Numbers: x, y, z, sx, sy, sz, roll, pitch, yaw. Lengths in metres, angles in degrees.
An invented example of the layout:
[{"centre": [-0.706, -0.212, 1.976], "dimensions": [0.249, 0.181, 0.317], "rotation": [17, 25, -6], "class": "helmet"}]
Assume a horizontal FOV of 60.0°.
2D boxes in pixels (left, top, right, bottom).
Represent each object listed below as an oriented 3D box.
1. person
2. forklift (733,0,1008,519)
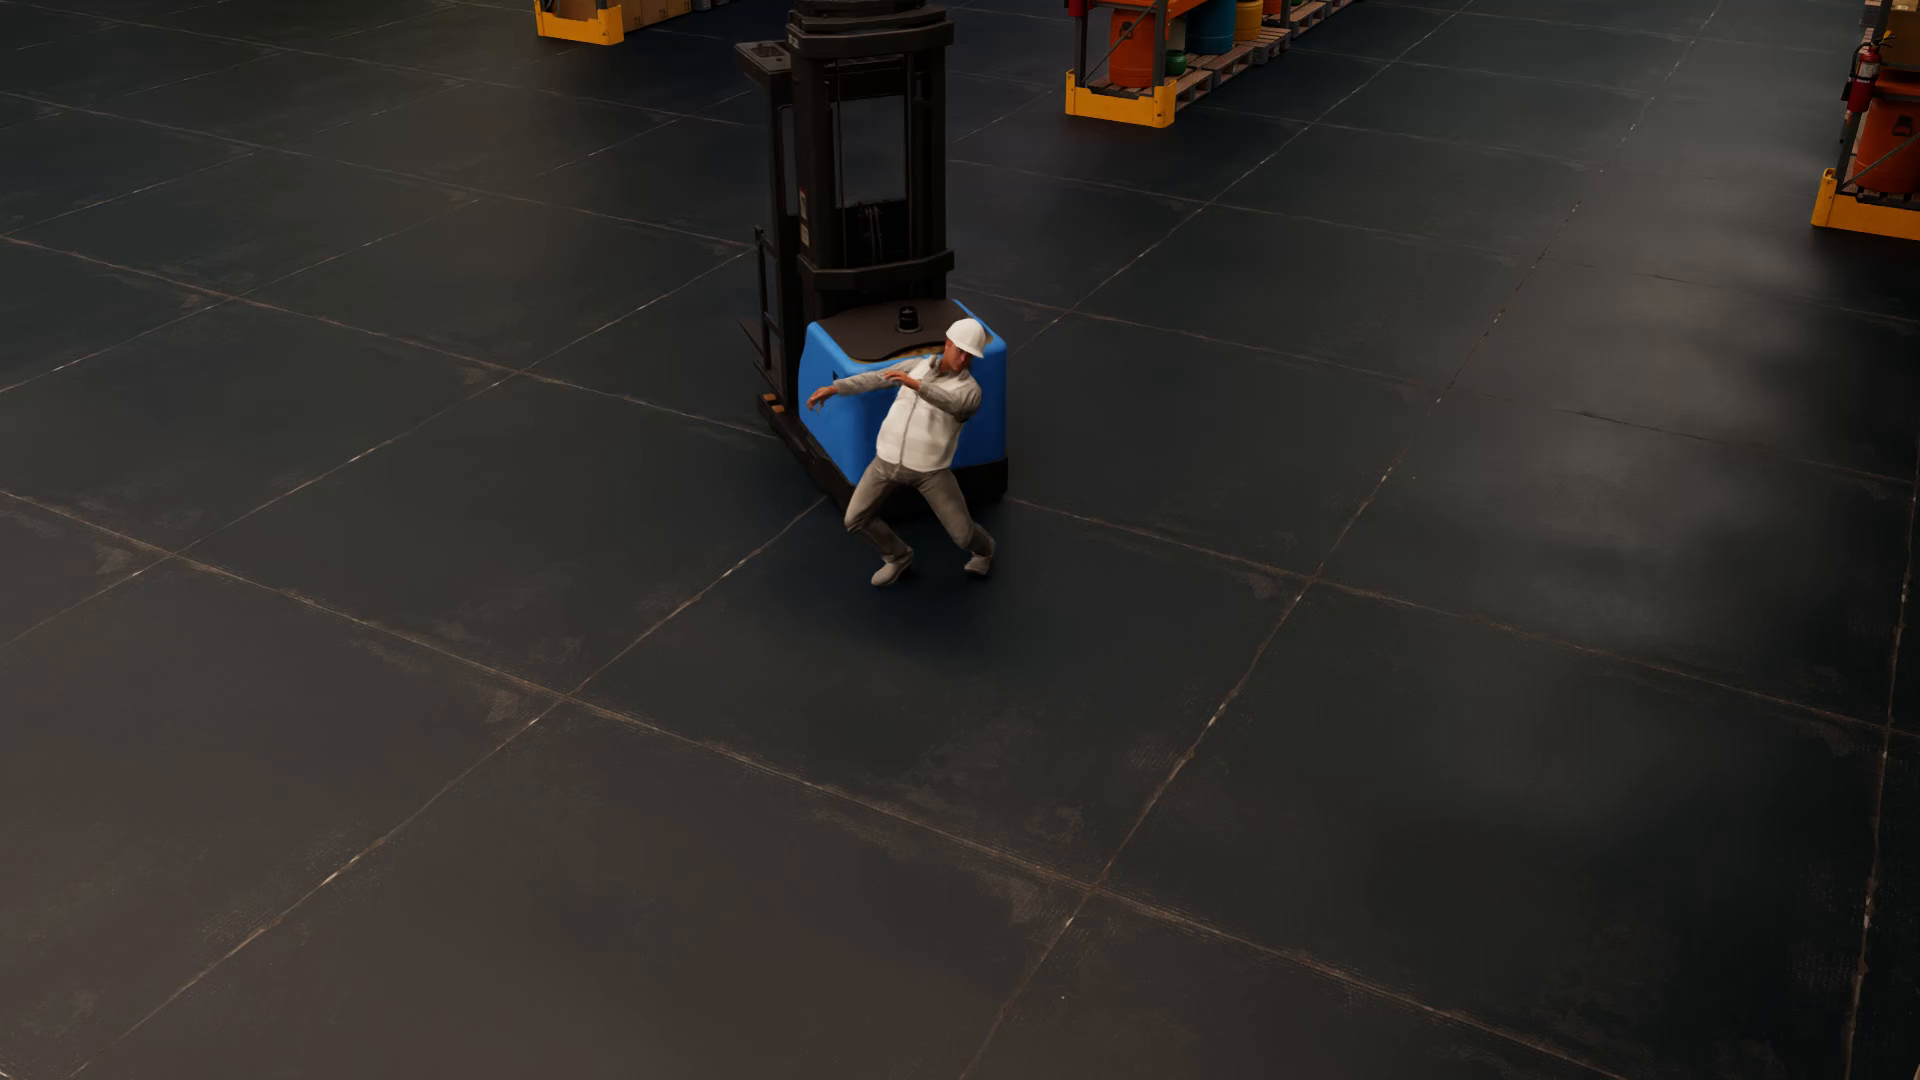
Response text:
[{"centre": [-0.345, -0.459, 9.279], "dimensions": [1.024, 1.540, 0.730], "rotation": [11, 32, 19], "class": "person"}, {"centre": [-0.746, -2.098, 10.705], "dimensions": [1.130, 2.935, 3.031], "rotation": [-12, 32, -20], "class": "forklift"}]
